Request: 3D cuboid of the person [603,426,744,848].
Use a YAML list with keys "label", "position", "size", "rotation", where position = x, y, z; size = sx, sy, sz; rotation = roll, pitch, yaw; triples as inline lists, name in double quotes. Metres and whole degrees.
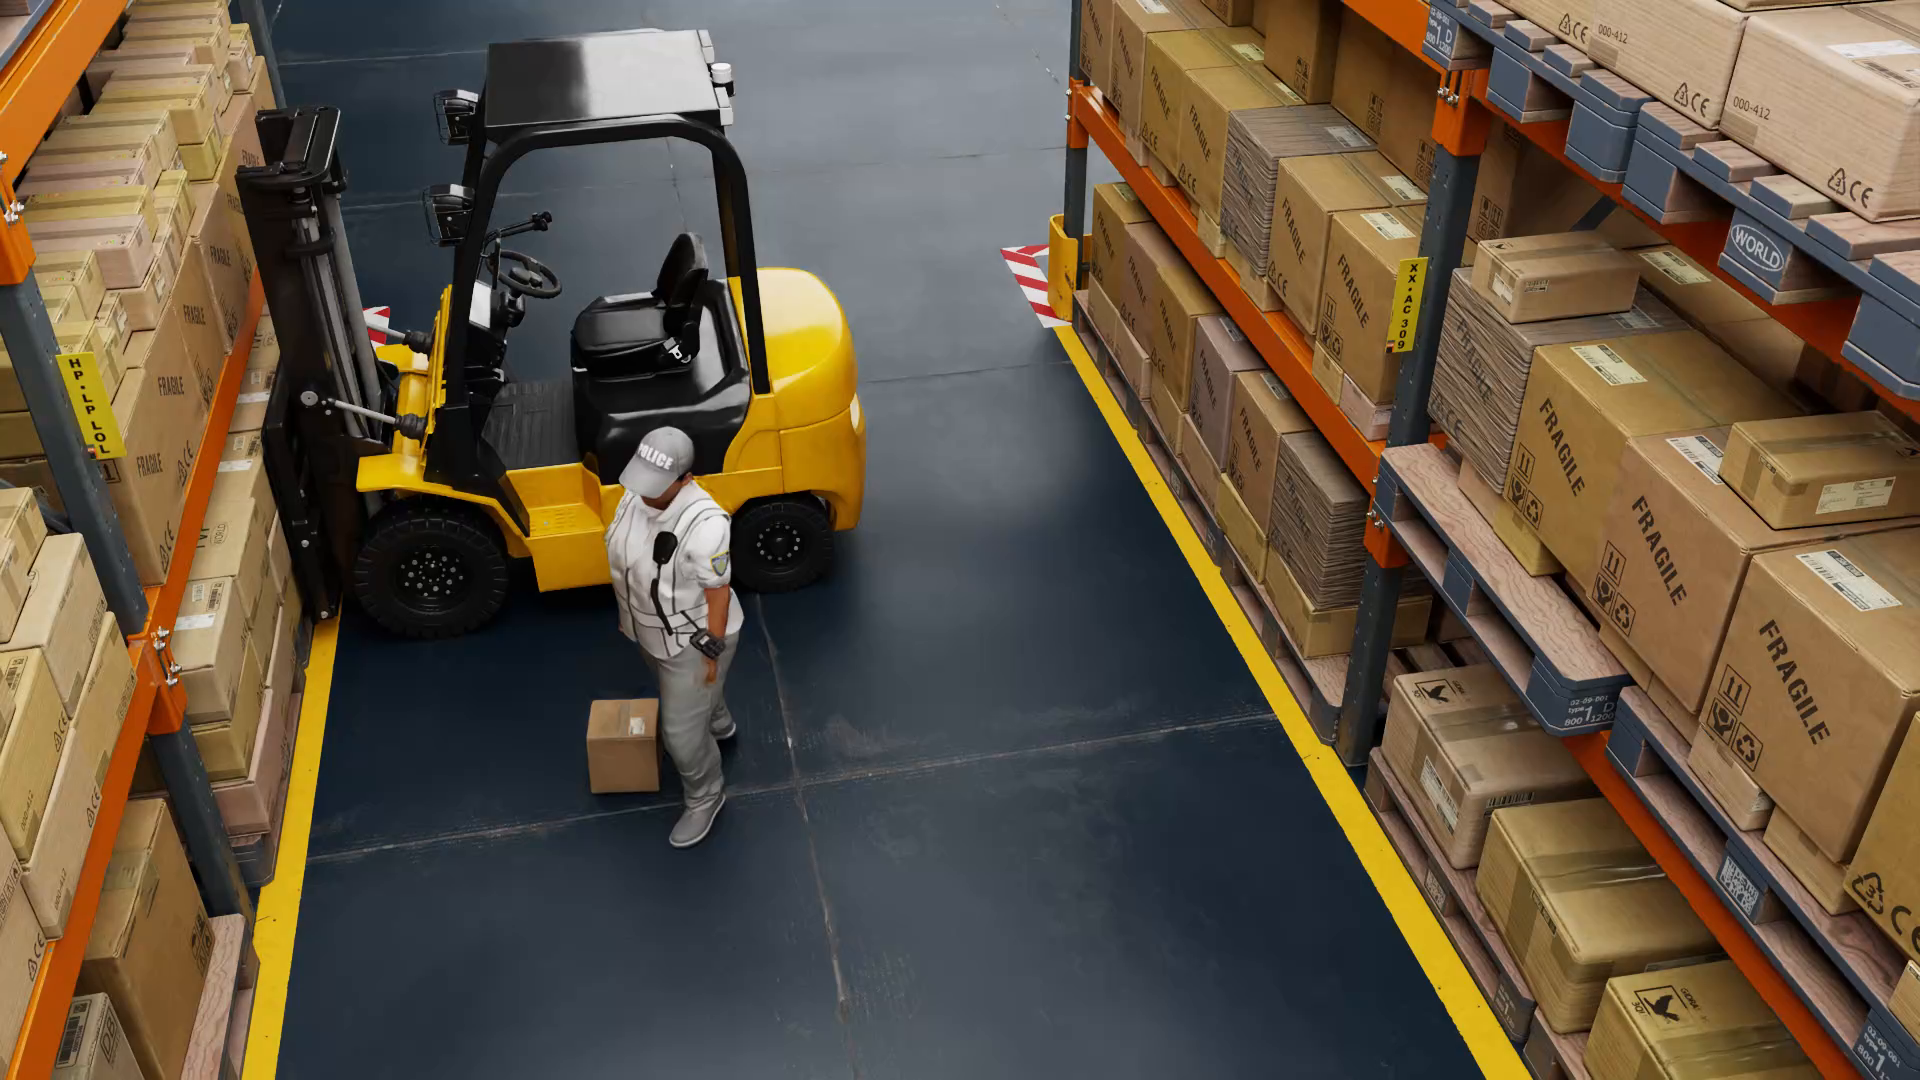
- label: "person"
  position: [-0.981, 0.247, 5.802]
  size: [0.534, 1.643, 0.656]
  rotation: [-28, 43, -34]
